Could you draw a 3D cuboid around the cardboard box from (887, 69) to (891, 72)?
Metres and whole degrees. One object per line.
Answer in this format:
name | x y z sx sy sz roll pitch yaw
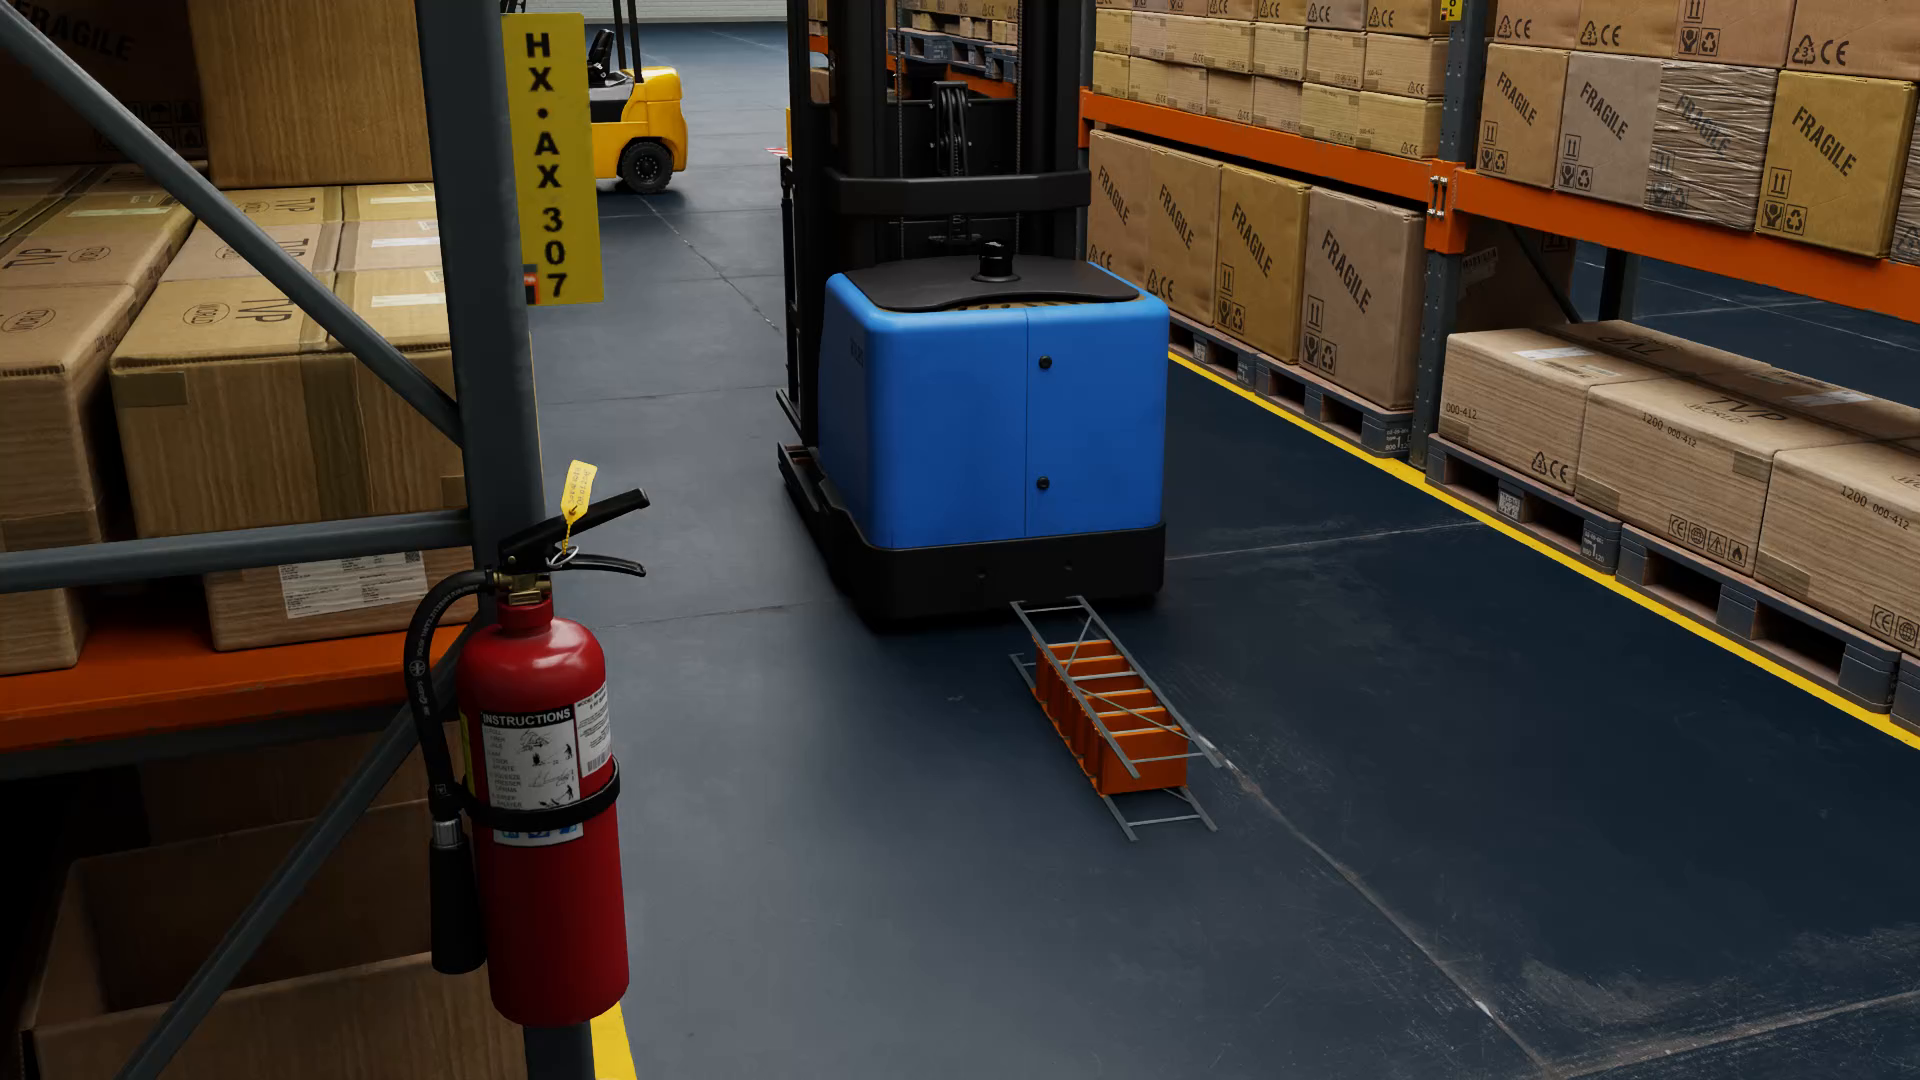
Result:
cardboard box | -0.547 -4.769 16.633 0.380 0.149 0.250 -6 21 -16

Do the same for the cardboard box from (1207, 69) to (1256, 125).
cardboard box | 1.624 -2.317 8.650 0.500 0.250 0.500 -6 21 -17

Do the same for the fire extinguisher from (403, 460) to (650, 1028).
fire extinguisher | -0.498 0.245 1.963 0.296 0.674 0.183 -6 21 -17

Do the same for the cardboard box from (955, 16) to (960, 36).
cardboard box | 0.179 -3.882 12.539 0.380 0.149 0.250 -6 21 -17

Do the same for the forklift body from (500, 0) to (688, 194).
forklift body | -3.684 -4.285 15.165 2.313 2.155 1.214 -6 21 -17

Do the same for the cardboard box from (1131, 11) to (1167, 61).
cardboard box | 1.300 -2.871 9.454 0.500 0.250 0.500 -6 21 -16

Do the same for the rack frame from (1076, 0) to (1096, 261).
rack frame | 1.213 -3.061 10.501 1.000 3.000 0.127 -6 21 -17

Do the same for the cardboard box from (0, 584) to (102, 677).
cardboard box | -1.342 0.075 2.141 0.380 0.149 0.250 -7 21 -18

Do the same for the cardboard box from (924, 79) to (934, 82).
cardboard box | -0.119 -4.335 15.427 0.380 0.149 0.250 -6 20 -15

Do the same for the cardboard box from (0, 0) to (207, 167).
cardboard box | -2.025 -1.165 3.894 0.500 0.500 0.500 -7 21 -19

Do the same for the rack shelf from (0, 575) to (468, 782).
rack shelf | -1.612 -0.268 3.790 1.077 0.370 4.000 -6 21 -17

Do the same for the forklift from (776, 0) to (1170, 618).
forklift | -0.153 -1.584 6.491 1.130 2.935 3.031 -5 20 -13

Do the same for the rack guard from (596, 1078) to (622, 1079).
rack guard | -1.007 1.187 2.372 1.175 0.500 0.348 -6 21 -17

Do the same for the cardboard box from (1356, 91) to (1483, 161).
cardboard box | 2.090 -1.824 7.278 0.500 0.250 0.500 -7 21 -18

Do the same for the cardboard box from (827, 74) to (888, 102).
cardboard box | -0.984 -4.260 16.175 0.500 0.500 0.500 -6 21 -16

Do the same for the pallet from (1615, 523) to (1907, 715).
pallet | 3.022 0.180 5.604 1.003 0.211 1.213 -6 21 -17

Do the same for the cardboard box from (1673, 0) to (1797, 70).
cardboard box | 2.693 -1.788 5.330 0.500 0.500 0.500 -6 21 -16

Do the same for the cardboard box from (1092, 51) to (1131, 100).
cardboard box | 1.128 -2.806 10.014 0.500 0.250 0.500 -7 21 -18

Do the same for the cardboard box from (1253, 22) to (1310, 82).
cardboard box | 1.768 -2.383 8.095 0.500 0.250 0.500 -6 21 -16

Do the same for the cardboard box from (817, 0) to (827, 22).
cardboard box | -1.088 -5.304 16.159 0.500 0.500 0.500 -7 21 -18

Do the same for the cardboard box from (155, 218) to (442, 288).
cardboard box | -1.029 -0.370 2.792 0.500 0.250 0.500 -6 21 -17

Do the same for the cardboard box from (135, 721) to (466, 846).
cardboard box | -1.317 0.529 3.583 0.700 0.500 0.500 -6 20 -15

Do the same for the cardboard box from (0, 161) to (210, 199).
cardboard box | -1.856 -0.647 3.561 0.500 0.250 0.500 -6 21 -17

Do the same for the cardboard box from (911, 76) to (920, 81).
cardboard box | -0.314 -4.156 15.887 0.500 0.500 0.500 -5 20 -14

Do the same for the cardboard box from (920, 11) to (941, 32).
cardboard box | -0.100 -4.132 13.233 0.380 0.149 0.250 -6 21 -16

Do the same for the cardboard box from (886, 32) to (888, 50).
cardboard box | -0.434 -4.297 14.314 0.380 0.149 0.250 -7 21 -18

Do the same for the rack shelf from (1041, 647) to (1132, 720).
rack shelf | 0.375 0.422 4.950 0.258 0.180 0.103 -5 21 -13

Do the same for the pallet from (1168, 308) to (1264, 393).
pallet | 1.769 -1.097 9.157 1.003 0.211 1.213 -6 21 -17

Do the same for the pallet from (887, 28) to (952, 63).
pallet | 0.058 -3.993 13.381 1.003 0.211 1.213 -6 21 -17

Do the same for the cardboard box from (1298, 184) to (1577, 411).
cardboard box | 2.200 -1.165 7.745 0.875 0.875 0.875 -6 21 -16

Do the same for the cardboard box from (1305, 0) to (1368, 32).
cardboard box | 1.922 -2.577 7.526 0.500 0.500 0.500 -6 21 -16

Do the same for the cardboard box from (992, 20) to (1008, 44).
cardboard box | 0.441 -3.543 11.594 0.380 0.149 0.250 -6 21 -16

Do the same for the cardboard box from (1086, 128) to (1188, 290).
cardboard box | 1.352 -2.028 10.147 0.875 0.875 0.875 -7 21 -18

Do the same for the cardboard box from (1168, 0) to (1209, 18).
cardboard box | 1.449 -3.068 8.895 0.500 0.500 0.500 -6 21 -16

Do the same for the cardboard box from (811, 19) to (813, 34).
cardboard box | -1.292 -5.206 16.843 0.380 0.149 0.250 -7 21 -19

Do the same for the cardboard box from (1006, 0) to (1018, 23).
cardboard box | 0.634 -3.727 11.145 0.500 0.500 0.500 -7 21 -18

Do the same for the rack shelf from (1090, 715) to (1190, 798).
rack shelf | 0.487 0.582 4.512 0.258 0.180 0.103 -5 21 -13

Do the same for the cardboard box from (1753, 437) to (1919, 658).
cardboard box | 3.130 0.021 5.090 0.875 0.438 0.875 -6 21 -16

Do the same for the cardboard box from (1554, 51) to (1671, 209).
cardboard box | 2.524 -1.484 5.962 0.500 0.500 0.500 -6 21 -17

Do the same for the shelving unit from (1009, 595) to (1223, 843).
shelving unit | 0.414 0.477 4.800 0.258 0.189 1.200 -5 21 -13

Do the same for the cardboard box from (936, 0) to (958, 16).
cardboard box | 0.132 -4.227 12.539 0.500 0.500 0.500 -7 21 -18

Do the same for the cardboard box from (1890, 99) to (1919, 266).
cardboard box | 3.010 -0.994 4.598 0.500 0.500 0.500 -6 21 -16

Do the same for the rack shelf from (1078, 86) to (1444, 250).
rack shelf | 1.842 -2.080 8.835 1.077 0.370 4.000 -6 21 -17

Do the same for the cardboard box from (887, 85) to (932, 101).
cardboard box | -0.485 -3.762 14.791 0.500 0.500 0.500 -7 21 -18

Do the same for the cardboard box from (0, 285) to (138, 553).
cardboard box | -1.380 -0.154 2.189 0.500 0.250 0.500 -6 21 -16
